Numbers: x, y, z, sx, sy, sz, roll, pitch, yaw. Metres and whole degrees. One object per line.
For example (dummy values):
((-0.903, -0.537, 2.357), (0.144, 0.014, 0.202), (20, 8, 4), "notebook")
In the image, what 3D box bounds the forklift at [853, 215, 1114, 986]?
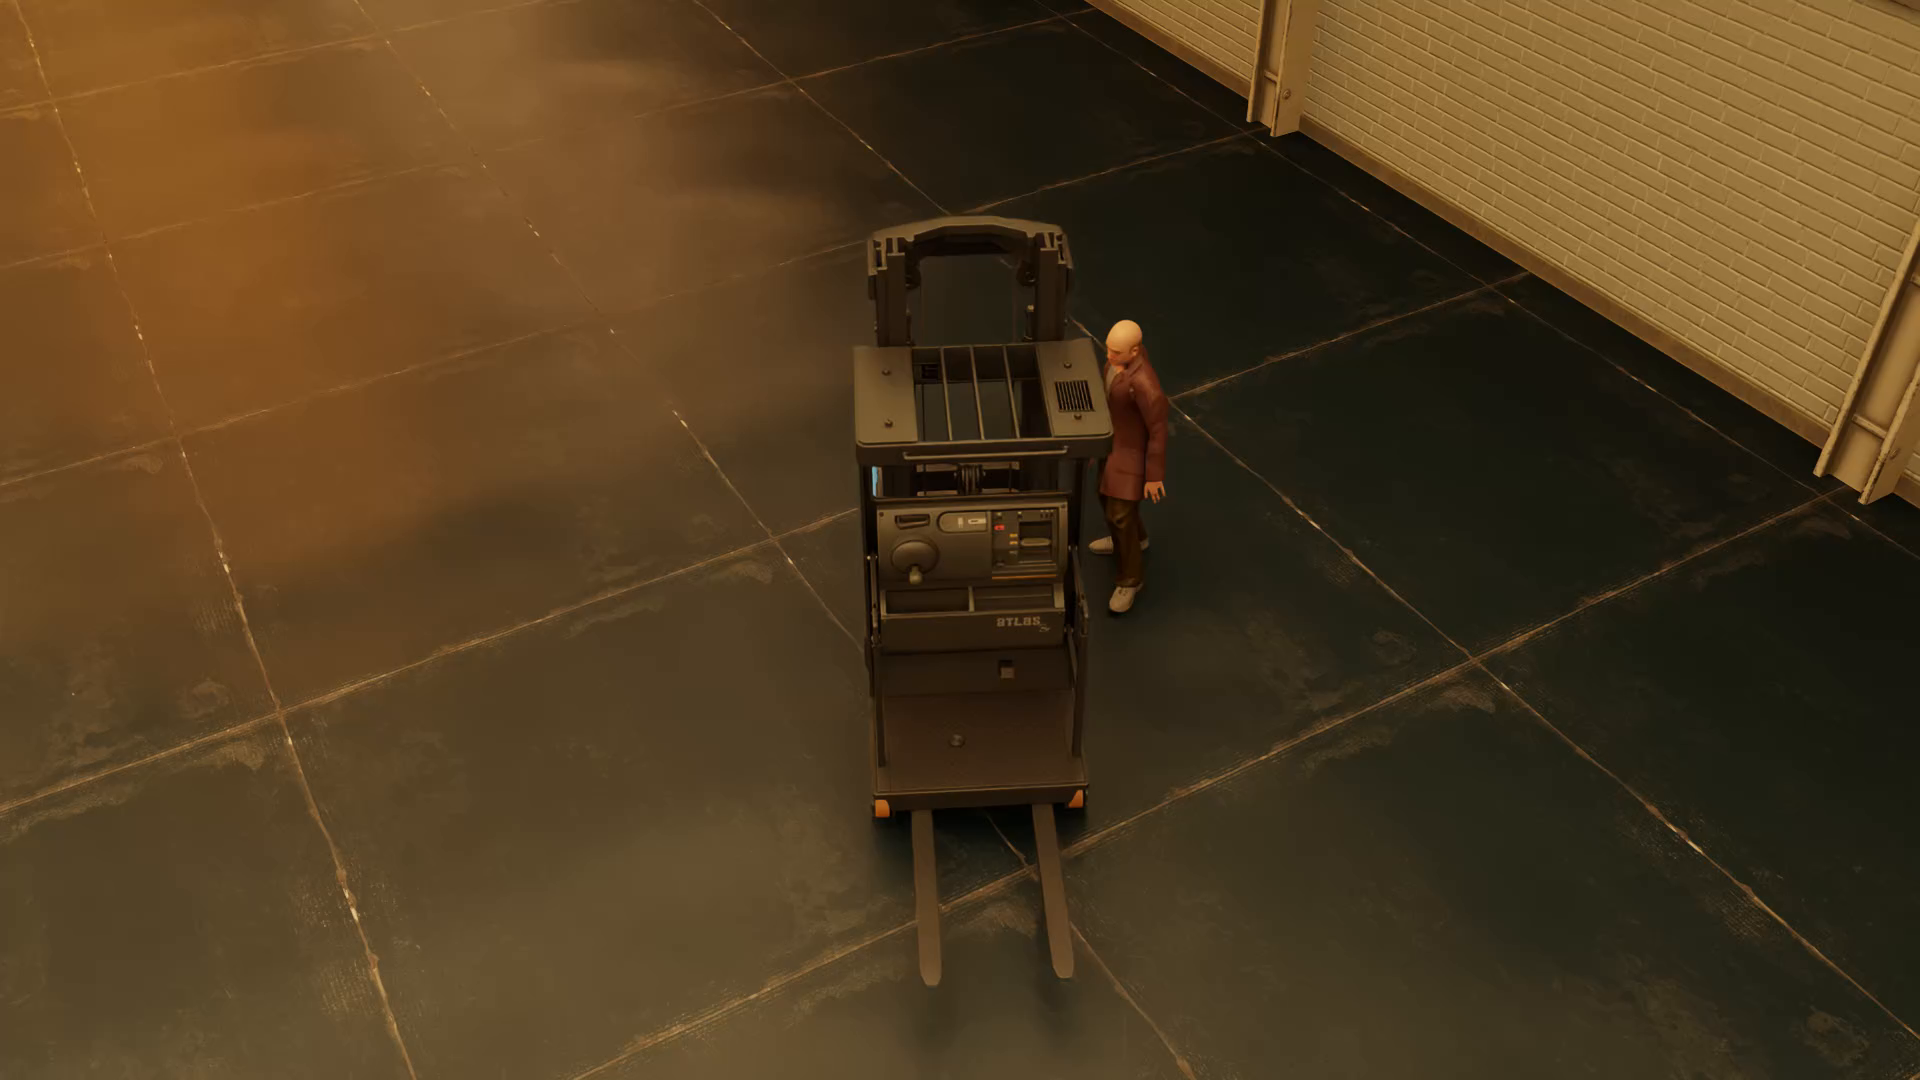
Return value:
((0.078, 0.087, 7.931), (1.130, 2.935, 3.031), (-2, 40, -3), "forklift")

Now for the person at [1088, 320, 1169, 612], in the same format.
((0.982, -0.522, 9.605), (0.441, 1.749, 0.913), (-9, 40, -10), "person")
